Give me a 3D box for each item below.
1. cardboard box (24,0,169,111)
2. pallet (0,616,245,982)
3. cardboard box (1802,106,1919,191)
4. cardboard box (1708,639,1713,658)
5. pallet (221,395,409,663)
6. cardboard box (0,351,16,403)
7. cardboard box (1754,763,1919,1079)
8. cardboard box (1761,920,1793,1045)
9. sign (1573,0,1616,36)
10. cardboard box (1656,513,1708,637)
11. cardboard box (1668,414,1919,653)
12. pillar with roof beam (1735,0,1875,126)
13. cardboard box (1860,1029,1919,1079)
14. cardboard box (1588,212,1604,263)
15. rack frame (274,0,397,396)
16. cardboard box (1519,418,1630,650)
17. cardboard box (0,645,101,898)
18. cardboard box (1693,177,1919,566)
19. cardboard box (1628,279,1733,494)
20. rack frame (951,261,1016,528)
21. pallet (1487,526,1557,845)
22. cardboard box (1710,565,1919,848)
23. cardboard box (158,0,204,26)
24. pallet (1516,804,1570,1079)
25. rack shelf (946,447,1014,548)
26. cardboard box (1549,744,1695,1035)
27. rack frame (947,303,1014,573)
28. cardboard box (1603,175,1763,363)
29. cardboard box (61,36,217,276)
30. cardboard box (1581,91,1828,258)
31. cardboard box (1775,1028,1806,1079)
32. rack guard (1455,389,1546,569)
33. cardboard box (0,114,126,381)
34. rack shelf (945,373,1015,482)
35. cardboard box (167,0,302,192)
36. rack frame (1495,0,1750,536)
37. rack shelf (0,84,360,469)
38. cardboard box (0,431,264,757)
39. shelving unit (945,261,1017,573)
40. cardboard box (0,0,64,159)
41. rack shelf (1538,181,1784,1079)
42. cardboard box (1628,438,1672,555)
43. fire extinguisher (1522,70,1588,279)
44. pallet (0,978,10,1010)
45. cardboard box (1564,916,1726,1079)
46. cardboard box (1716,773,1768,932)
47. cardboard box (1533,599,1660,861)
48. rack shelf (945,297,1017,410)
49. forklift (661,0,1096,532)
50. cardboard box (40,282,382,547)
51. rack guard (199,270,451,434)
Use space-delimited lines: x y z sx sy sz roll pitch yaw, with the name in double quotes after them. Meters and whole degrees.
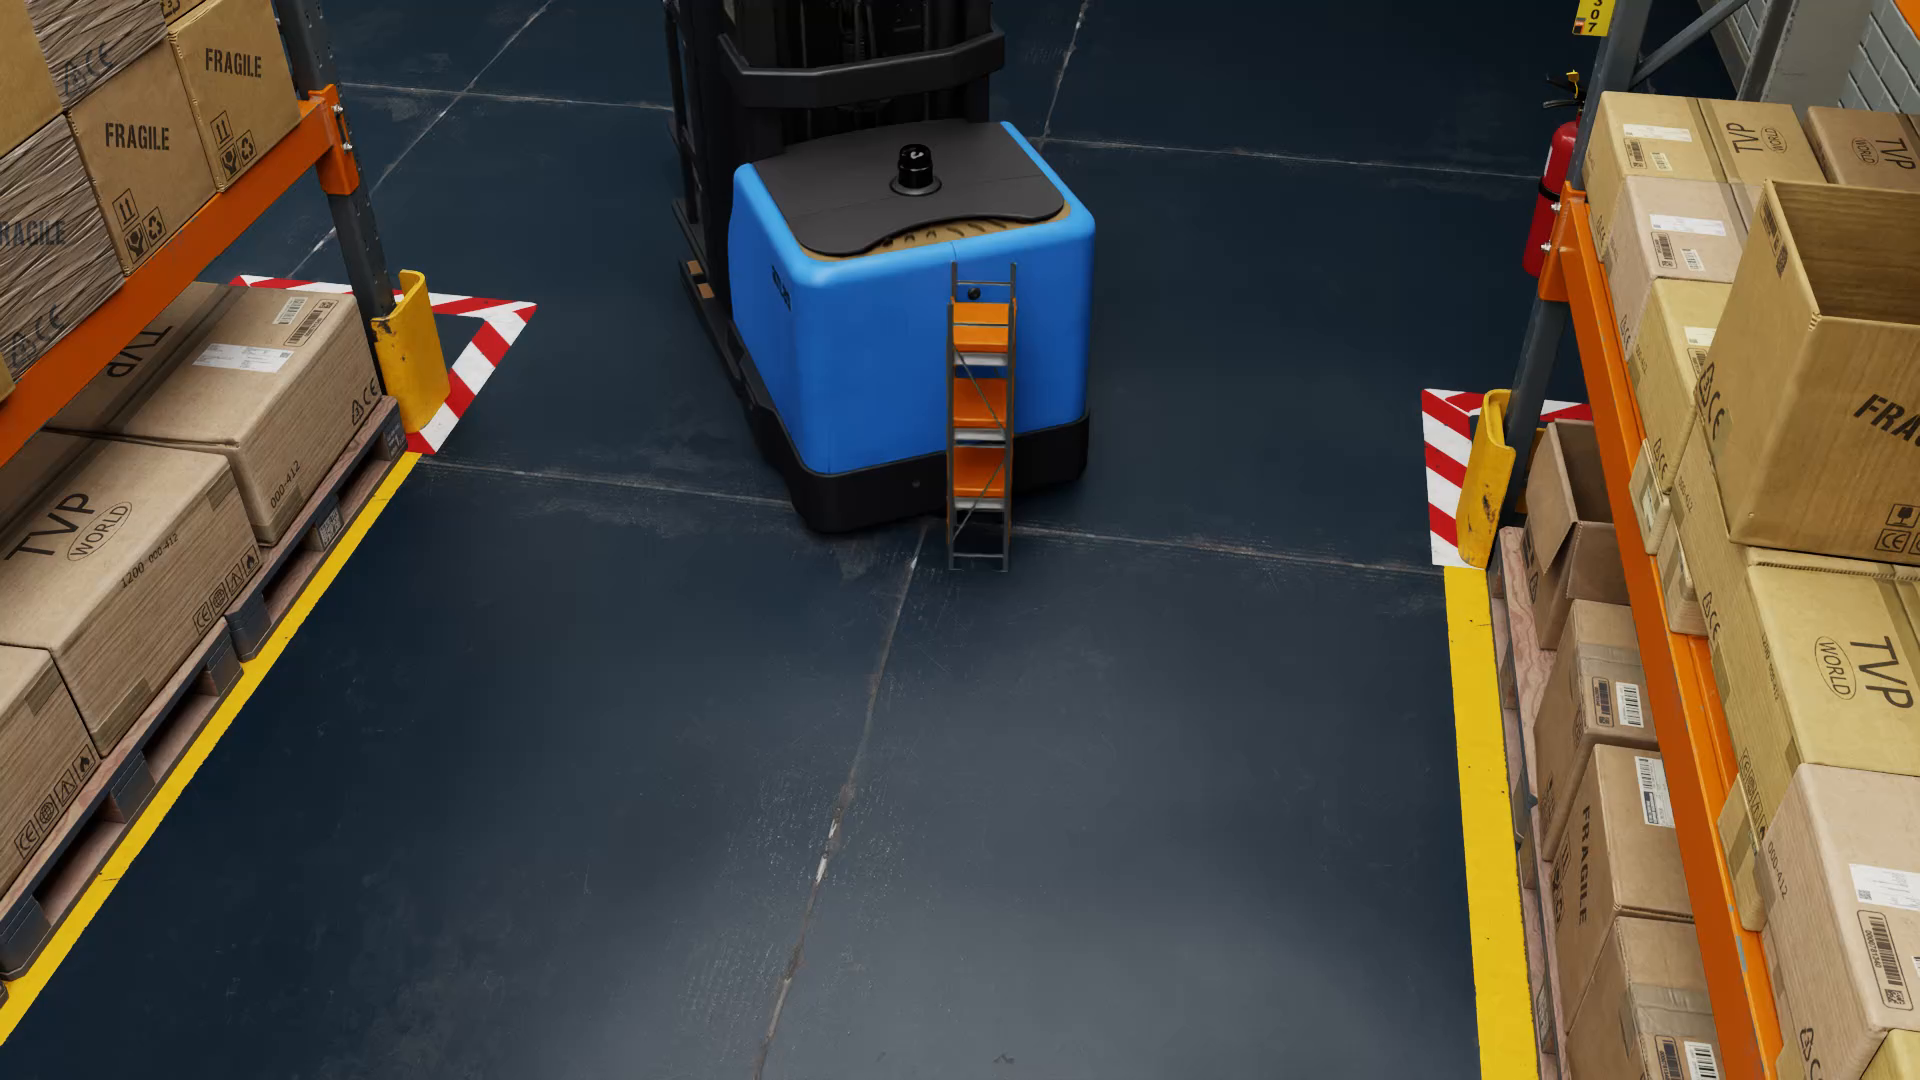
-2.484 -1.468 4.308 0.500 0.500 0.500 7 40 8 "cardboard box"
-2.848 0.645 4.805 1.003 0.211 1.213 6 40 8 "pallet"
2.498 -0.898 4.366 0.500 0.250 0.500 7 40 9 "cardboard box"
1.715 0.254 3.286 0.380 0.149 0.250 6 40 8 "cardboard box"
-2.635 -0.119 5.728 1.003 0.211 1.213 6 40 8 "pallet"
-2.654 -0.448 3.859 0.500 0.500 0.500 8 40 9 "cardboard box"
1.544 0.632 2.516 0.500 0.250 0.500 7 40 8 "cardboard box"
1.547 0.727 2.714 0.380 0.149 0.250 7 40 9 "cardboard box"
1.782 -1.552 4.594 0.100 0.325 0.005 6 40 8 "sign"
1.692 0.085 3.491 0.380 0.149 0.250 7 40 9 "cardboard box"
1.733 -0.002 3.283 0.500 0.250 0.500 5 40 7 "cardboard box"
-0.570 -5.538 5.387 9.100 9.000 0.400 6 40 8 "pillar with roof beam"
1.472 0.948 2.133 0.500 0.250 0.500 7 40 9 "cardboard box"
1.989 -0.886 4.665 0.380 0.149 0.250 6 40 7 "cardboard box"
-2.573 -1.704 5.457 1.000 3.000 0.127 6 40 8 "rack frame"
2.117 0.015 5.008 0.797 0.503 0.637 5 40 6 "cardboard box"
-2.897 0.688 4.245 0.875 0.438 0.875 5 40 6 "cardboard box"
1.713 -0.308 3.064 0.500 0.500 0.500 7 40 9 "cardboard box"
1.801 -0.326 3.674 0.500 0.250 0.500 6 40 7 "cardboard box"
0.073 -0.452 5.473 0.200 1.050 0.008 2 40 2 "rack frame"
2.166 0.464 5.023 1.003 0.211 1.213 6 40 8 "pallet"
1.643 0.321 2.892 0.500 0.250 0.500 6 40 7 "cardboard box"
-2.422 -1.799 4.709 0.500 0.500 0.500 8 40 9 "cardboard box"
1.952 1.228 4.100 1.003 0.211 1.213 6 40 8 "pallet"
0.067 -0.152 5.563 0.215 0.259 0.240 2 40 2 "rack shelf"
1.741 0.869 3.977 0.500 0.500 0.500 7 40 8 "cardboard box"
0.062 -0.297 5.285 0.200 1.050 0.008 2 40 2 "rack frame"
1.885 -0.644 4.059 0.500 0.250 0.500 7 40 8 "cardboard box"
-2.498 -1.097 4.644 0.500 0.500 0.500 6 40 7 "cardboard box"
1.972 -0.961 4.442 0.500 0.250 0.500 7 40 8 "cardboard box"
1.475 0.889 2.518 0.380 0.149 0.250 7 40 9 "cardboard box"
2.303 -0.148 5.536 1.175 0.500 0.348 6 40 8 "rack guard"
-2.577 -0.773 4.253 0.500 0.500 0.500 7 40 9 "cardboard box"
0.067 -0.367 5.386 0.215 0.259 0.240 2 40 2 "rack shelf"
-2.396 -1.410 5.023 0.500 0.500 0.500 7 40 8 "cardboard box"
2.316 -1.159 4.798 1.000 3.000 0.127 6 40 8 "rack frame"
-2.919 -0.171 4.168 1.077 0.370 4.000 6 40 8 "rack shelf"
-2.739 0.122 4.929 0.875 0.438 0.875 7 40 9 "cardboard box"
0.067 -0.375 5.379 0.215 1.050 0.252 2 40 2 "shelving unit"
-2.573 -1.158 3.933 0.500 0.500 0.500 6 40 7 "cardboard box"
1.970 0.374 3.509 1.077 0.370 4.000 6 40 8 "rack shelf"
1.717 -0.083 3.693 0.380 0.149 0.250 5 40 6 "cardboard box"
1.886 -1.129 5.114 0.296 0.674 0.183 6 40 8 "fire extinguisher"
-3.057 1.413 3.876 1.003 0.211 1.213 6 40 8 "pallet"
1.751 1.200 3.577 0.700 0.500 0.500 5 40 6 "cardboard box"
1.564 0.564 2.911 0.380 0.149 0.250 6 40 7 "cardboard box"
1.931 0.548 4.365 0.700 0.500 0.500 8 40 9 "cardboard box"
0.067 -0.585 5.205 0.215 0.259 0.240 2 40 2 "rack shelf"
-0.530 -2.101 5.991 1.130 2.935 3.031 -13 41 -15 "forklift"
-2.589 -0.453 5.625 0.875 0.438 0.875 5 40 6 "cardboard box"
-2.569 -0.755 6.271 1.175 0.500 0.348 6 40 8 "rack guard"
